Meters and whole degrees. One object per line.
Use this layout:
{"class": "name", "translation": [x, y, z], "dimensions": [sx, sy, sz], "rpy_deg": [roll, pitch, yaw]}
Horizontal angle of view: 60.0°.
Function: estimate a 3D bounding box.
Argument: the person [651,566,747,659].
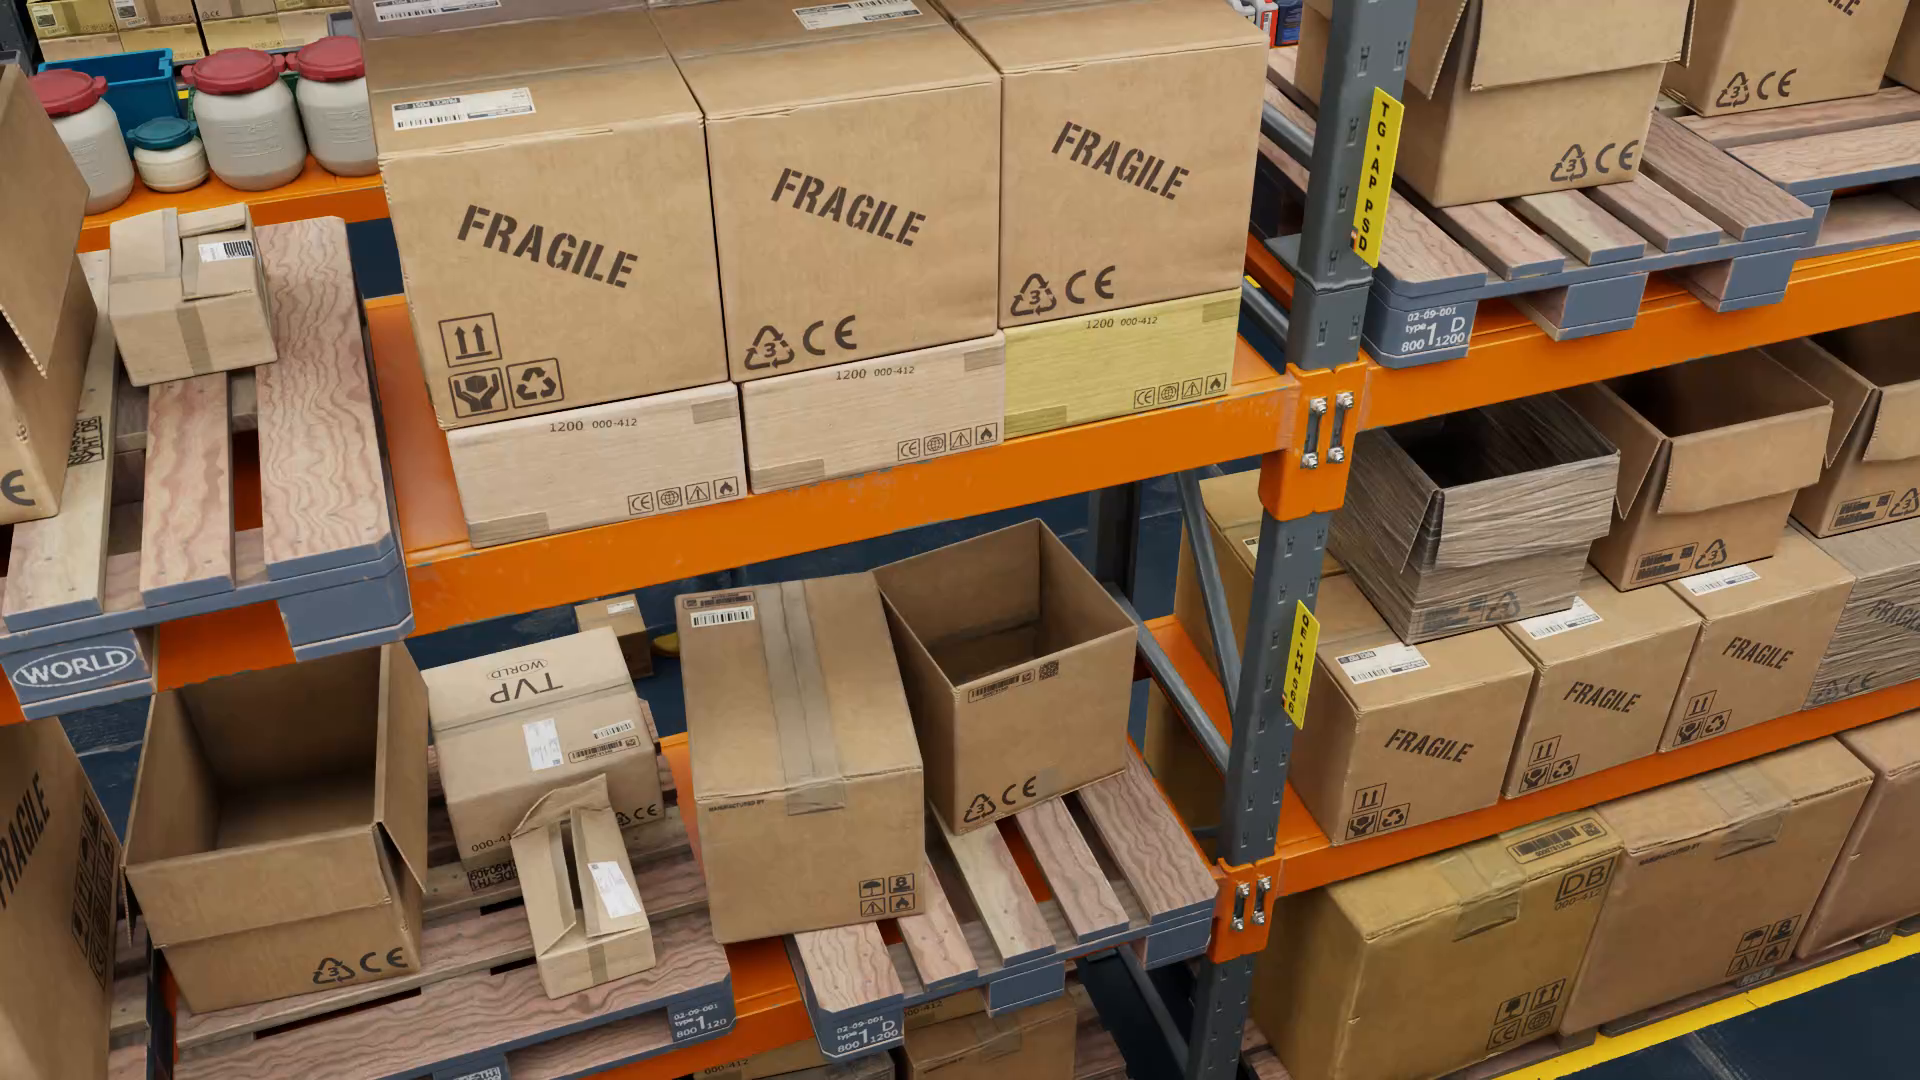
{"class": "person", "translation": [-1.039, -0.233, 6.507], "dimensions": [0.522, 1.843, 0.599], "rpy_deg": [-9, 38, -11]}
